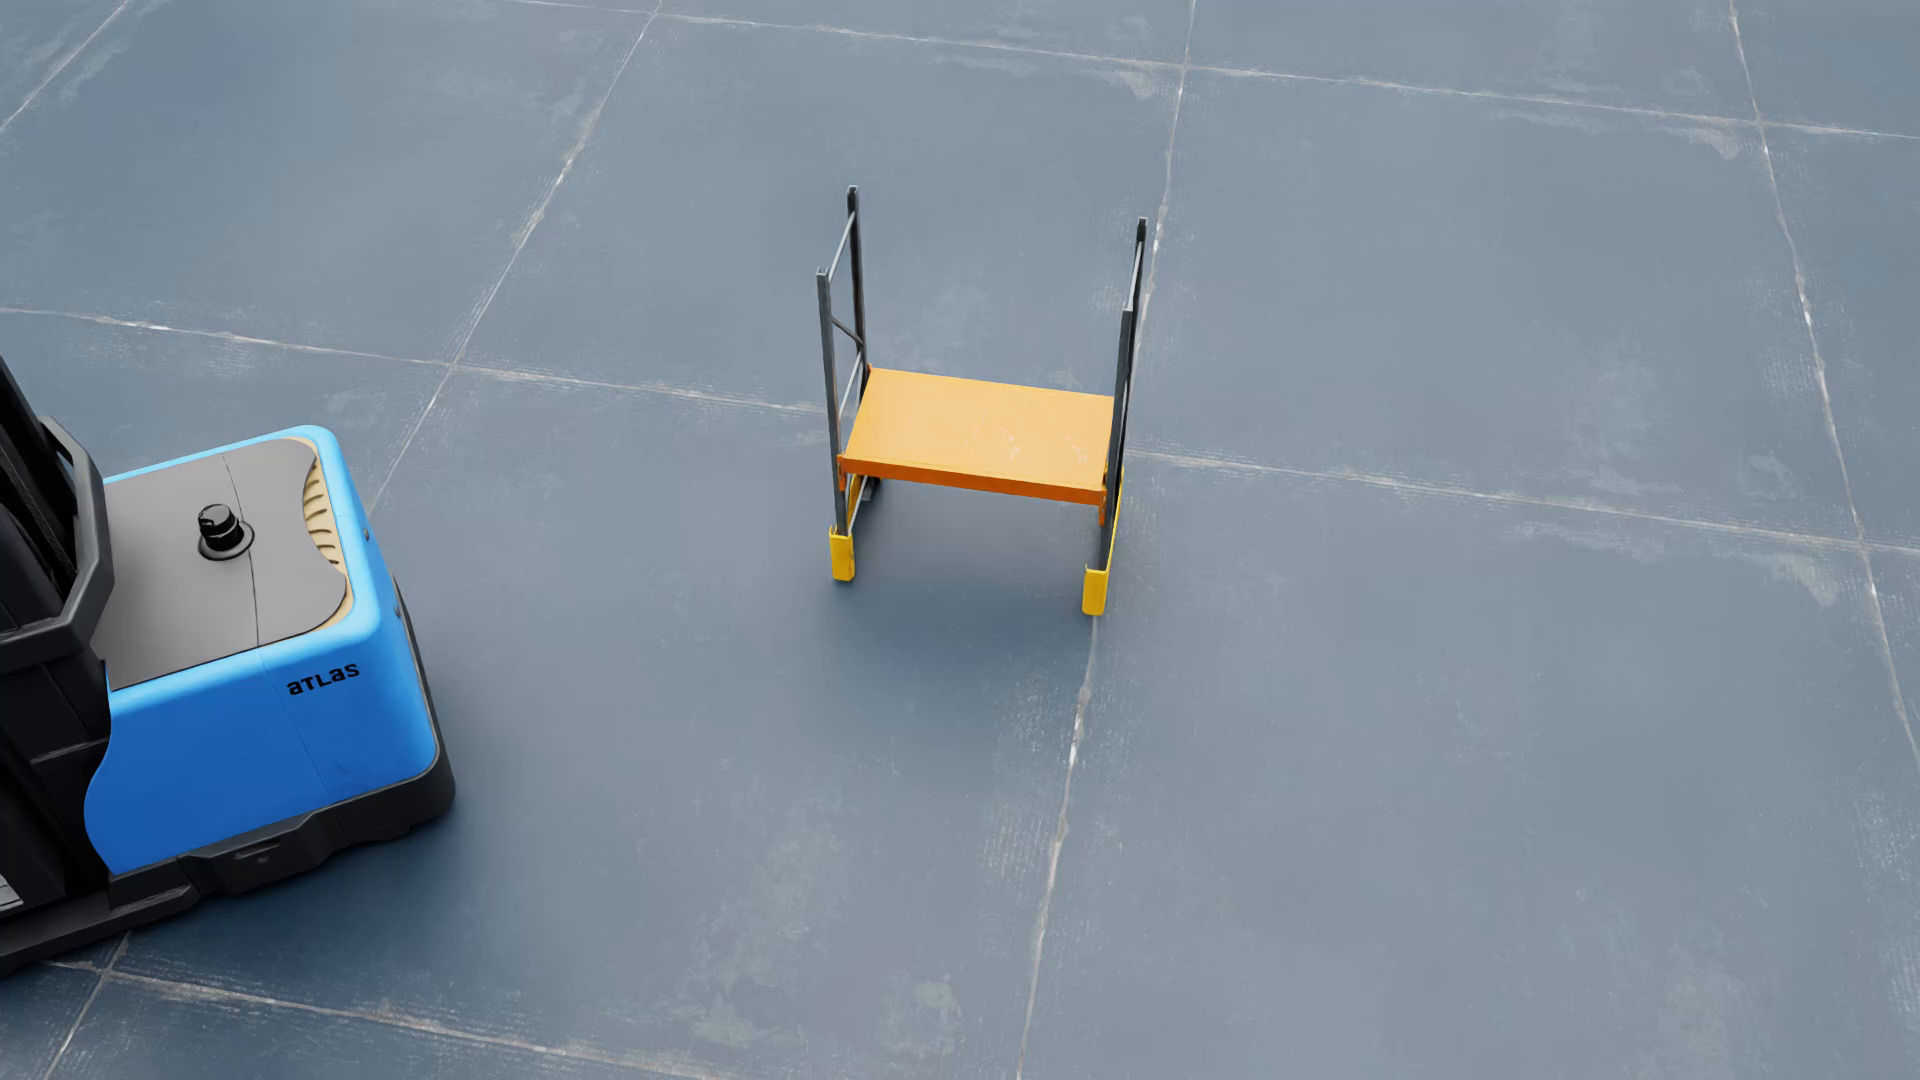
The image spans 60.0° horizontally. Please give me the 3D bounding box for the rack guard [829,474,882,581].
[{"bbox_3d":[-0.415,-0.139,6.679,0.087,0.250,0.587,8,49,7],"label":"rack guard"}]

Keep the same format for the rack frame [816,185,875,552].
[{"bbox_3d":[-0.416,-0.557,6.214,0.032,1.500,0.500,8,49,7],"label":"rack frame"}]

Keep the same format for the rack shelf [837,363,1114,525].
[{"bbox_3d":[0.084,-0.370,6.288,1.000,0.185,0.538,8,49,7],"label":"rack shelf"}]

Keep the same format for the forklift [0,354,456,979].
[{"bbox_3d":[-3.333,0.090,4.670,3.031,2.935,1.130,-18,50,-15],"label":"forklift"}]

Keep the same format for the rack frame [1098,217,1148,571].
[{"bbox_3d":[0.584,-0.423,6.094,0.032,1.500,0.500,8,49,7],"label":"rack frame"}]

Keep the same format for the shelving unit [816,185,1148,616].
[{"bbox_3d":[0.075,-0.491,6.155,1.083,1.500,0.587,8,49,7],"label":"shelving unit"}]

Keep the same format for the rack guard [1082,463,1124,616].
[{"bbox_3d":[0.565,-0.008,6.561,0.087,0.250,0.587,8,49,7],"label":"rack guard"}]
